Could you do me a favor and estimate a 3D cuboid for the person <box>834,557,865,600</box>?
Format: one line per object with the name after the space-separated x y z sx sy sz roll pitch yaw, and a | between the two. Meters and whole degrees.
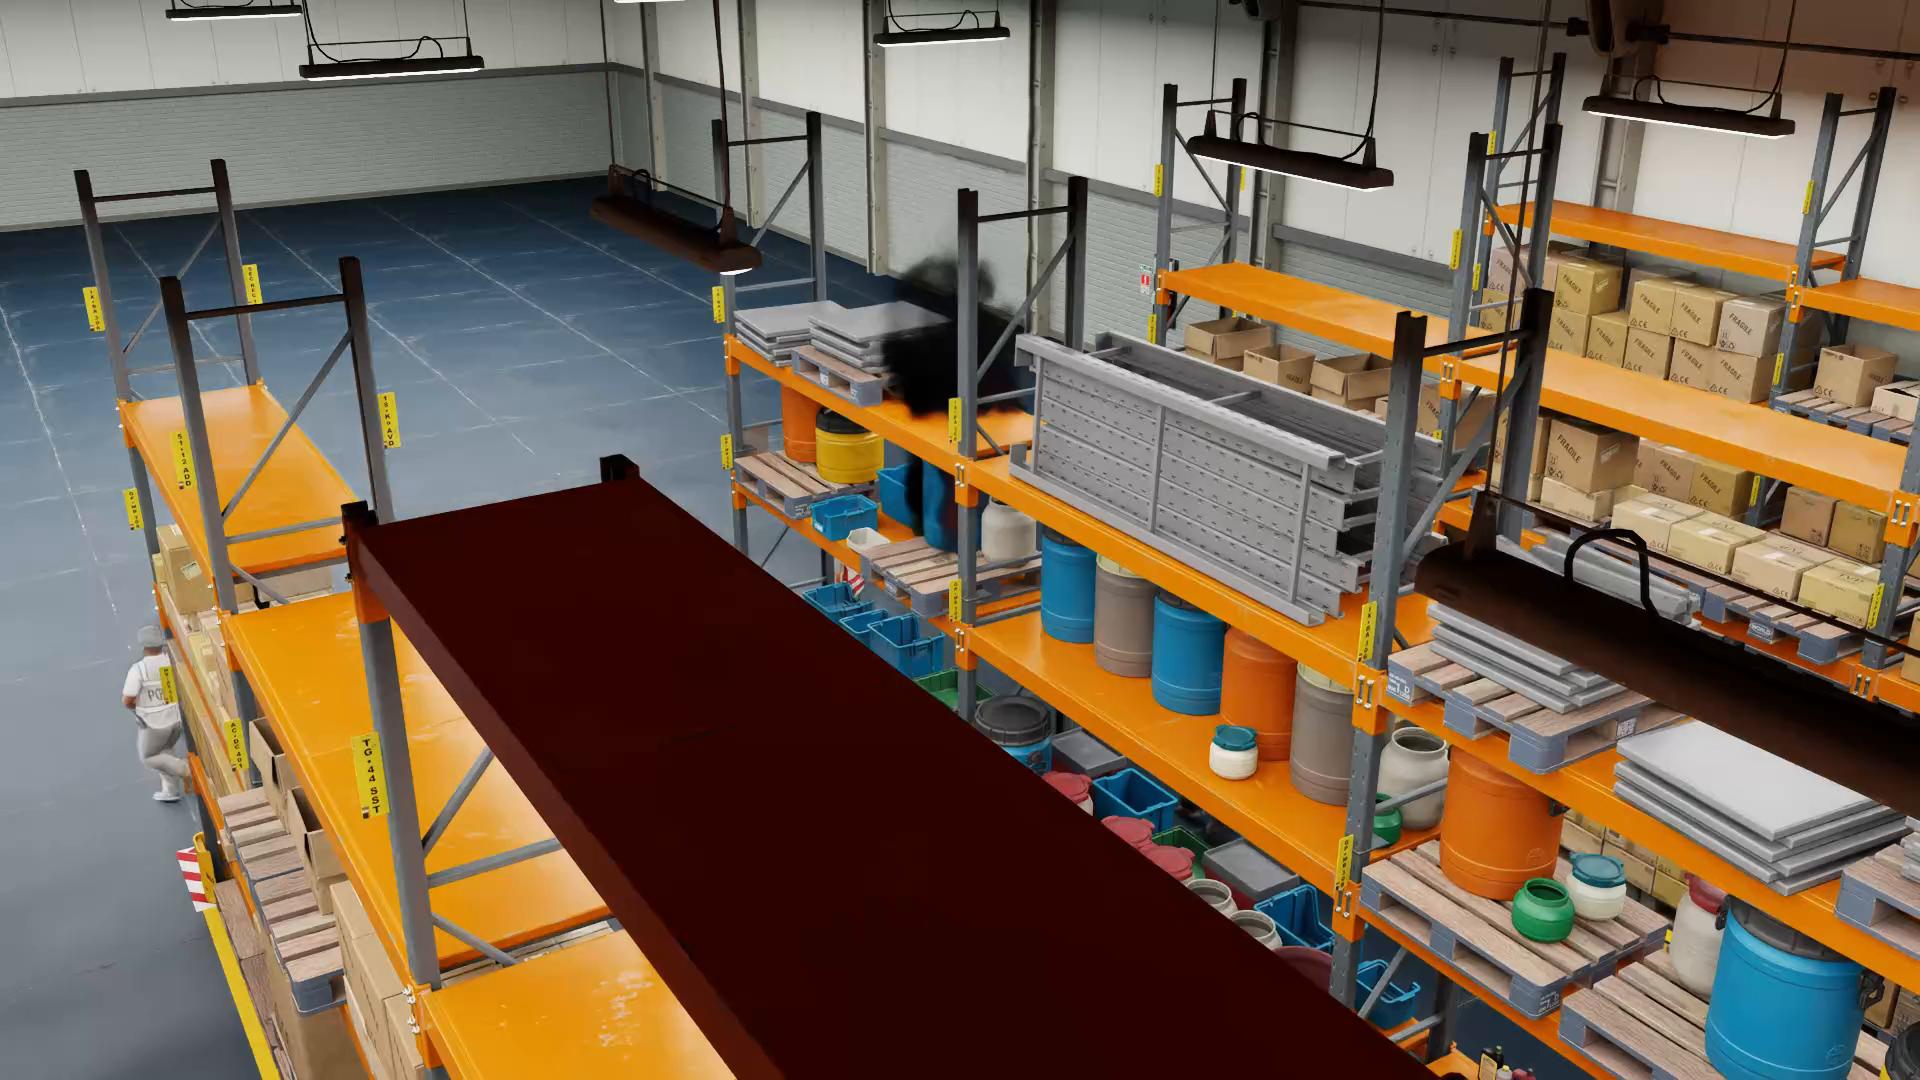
-1.224 0.533 17.773 0.562 1.724 0.714 14 26 30 | person

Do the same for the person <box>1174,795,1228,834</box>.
2.142 1.789 14.579 0.729 1.824 0.867 -14 26 -30 | person

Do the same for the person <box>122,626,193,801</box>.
-7.223 1.600 15.122 0.562 1.769 0.765 10 24 24 | person
